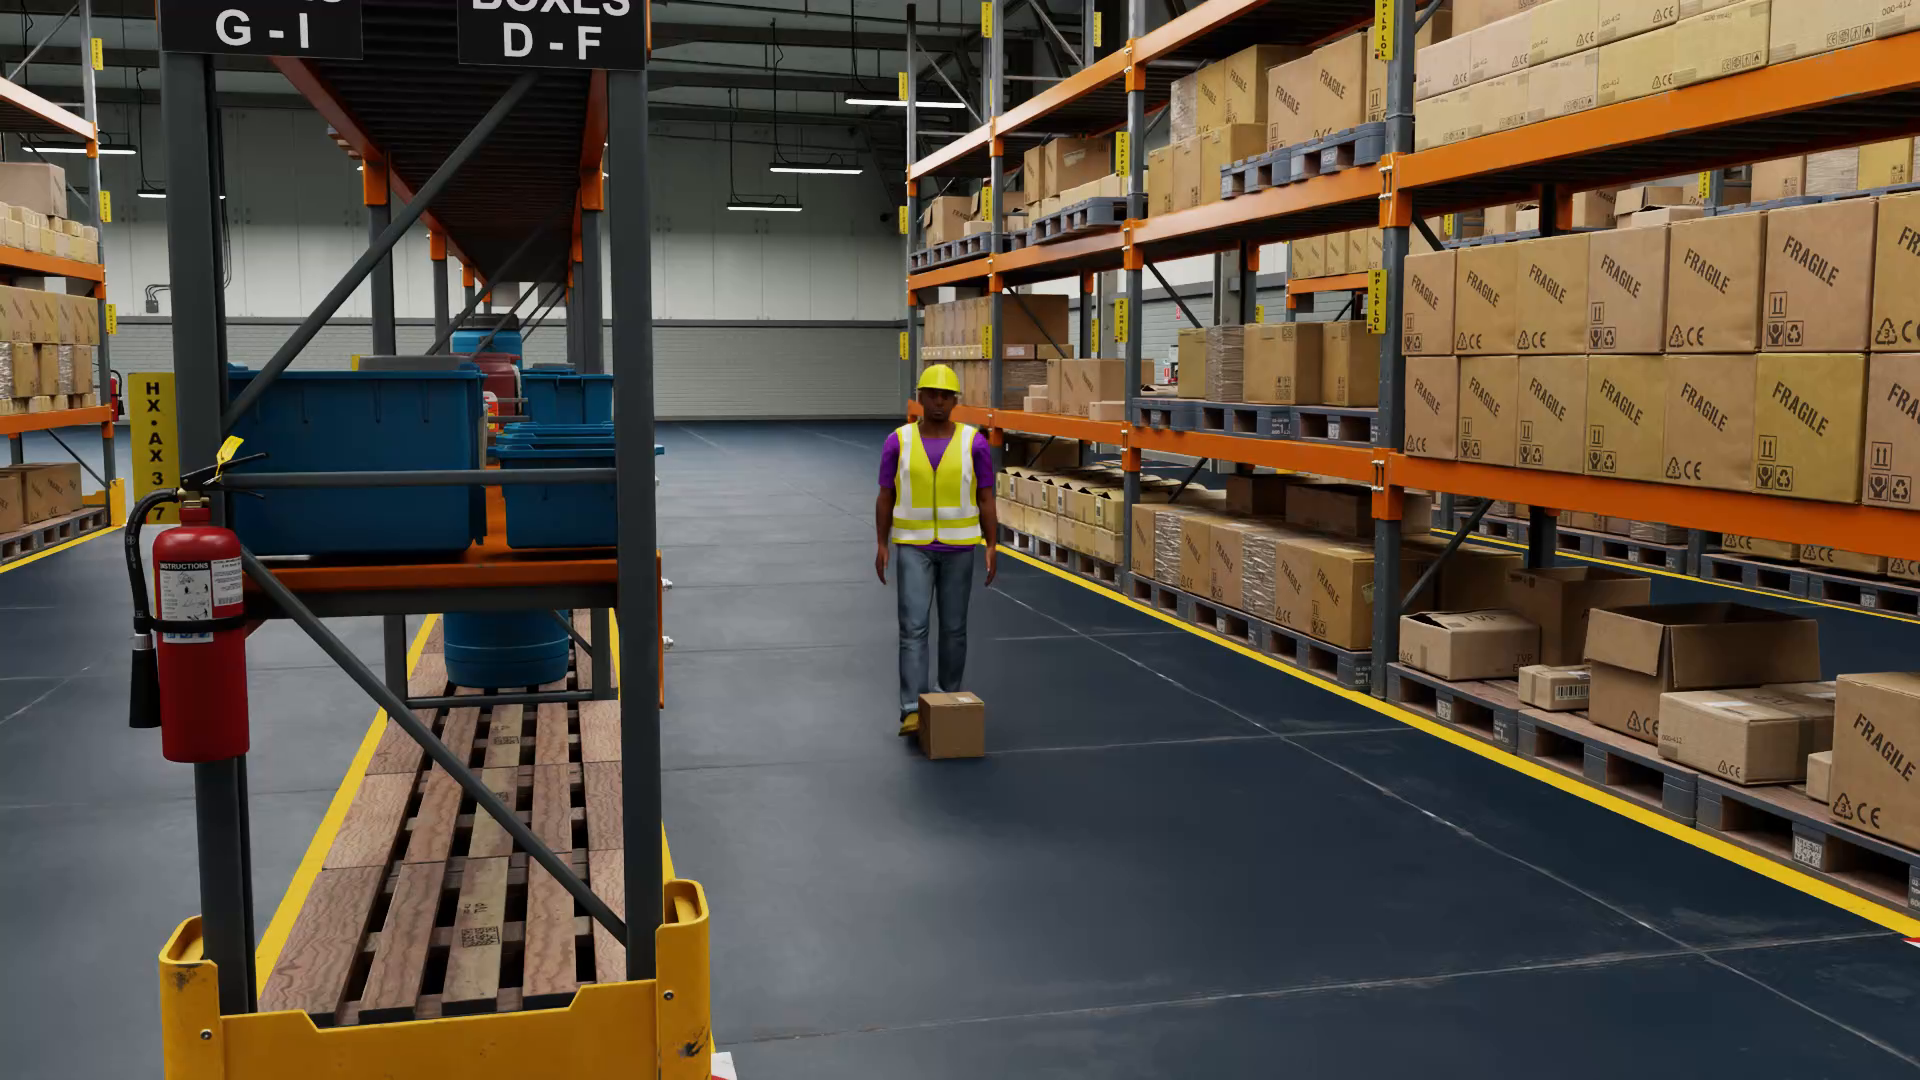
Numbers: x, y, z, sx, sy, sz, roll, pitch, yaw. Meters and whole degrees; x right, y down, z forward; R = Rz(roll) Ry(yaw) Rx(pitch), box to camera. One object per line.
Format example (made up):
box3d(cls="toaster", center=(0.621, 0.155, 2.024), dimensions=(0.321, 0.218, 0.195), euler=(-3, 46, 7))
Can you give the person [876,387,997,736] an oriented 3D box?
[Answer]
box3d(cls="person", center=(-10.405, -2.943, 1.805), dimensions=(21.500, 9.000, 11.653), euler=(0, 6, -2))
